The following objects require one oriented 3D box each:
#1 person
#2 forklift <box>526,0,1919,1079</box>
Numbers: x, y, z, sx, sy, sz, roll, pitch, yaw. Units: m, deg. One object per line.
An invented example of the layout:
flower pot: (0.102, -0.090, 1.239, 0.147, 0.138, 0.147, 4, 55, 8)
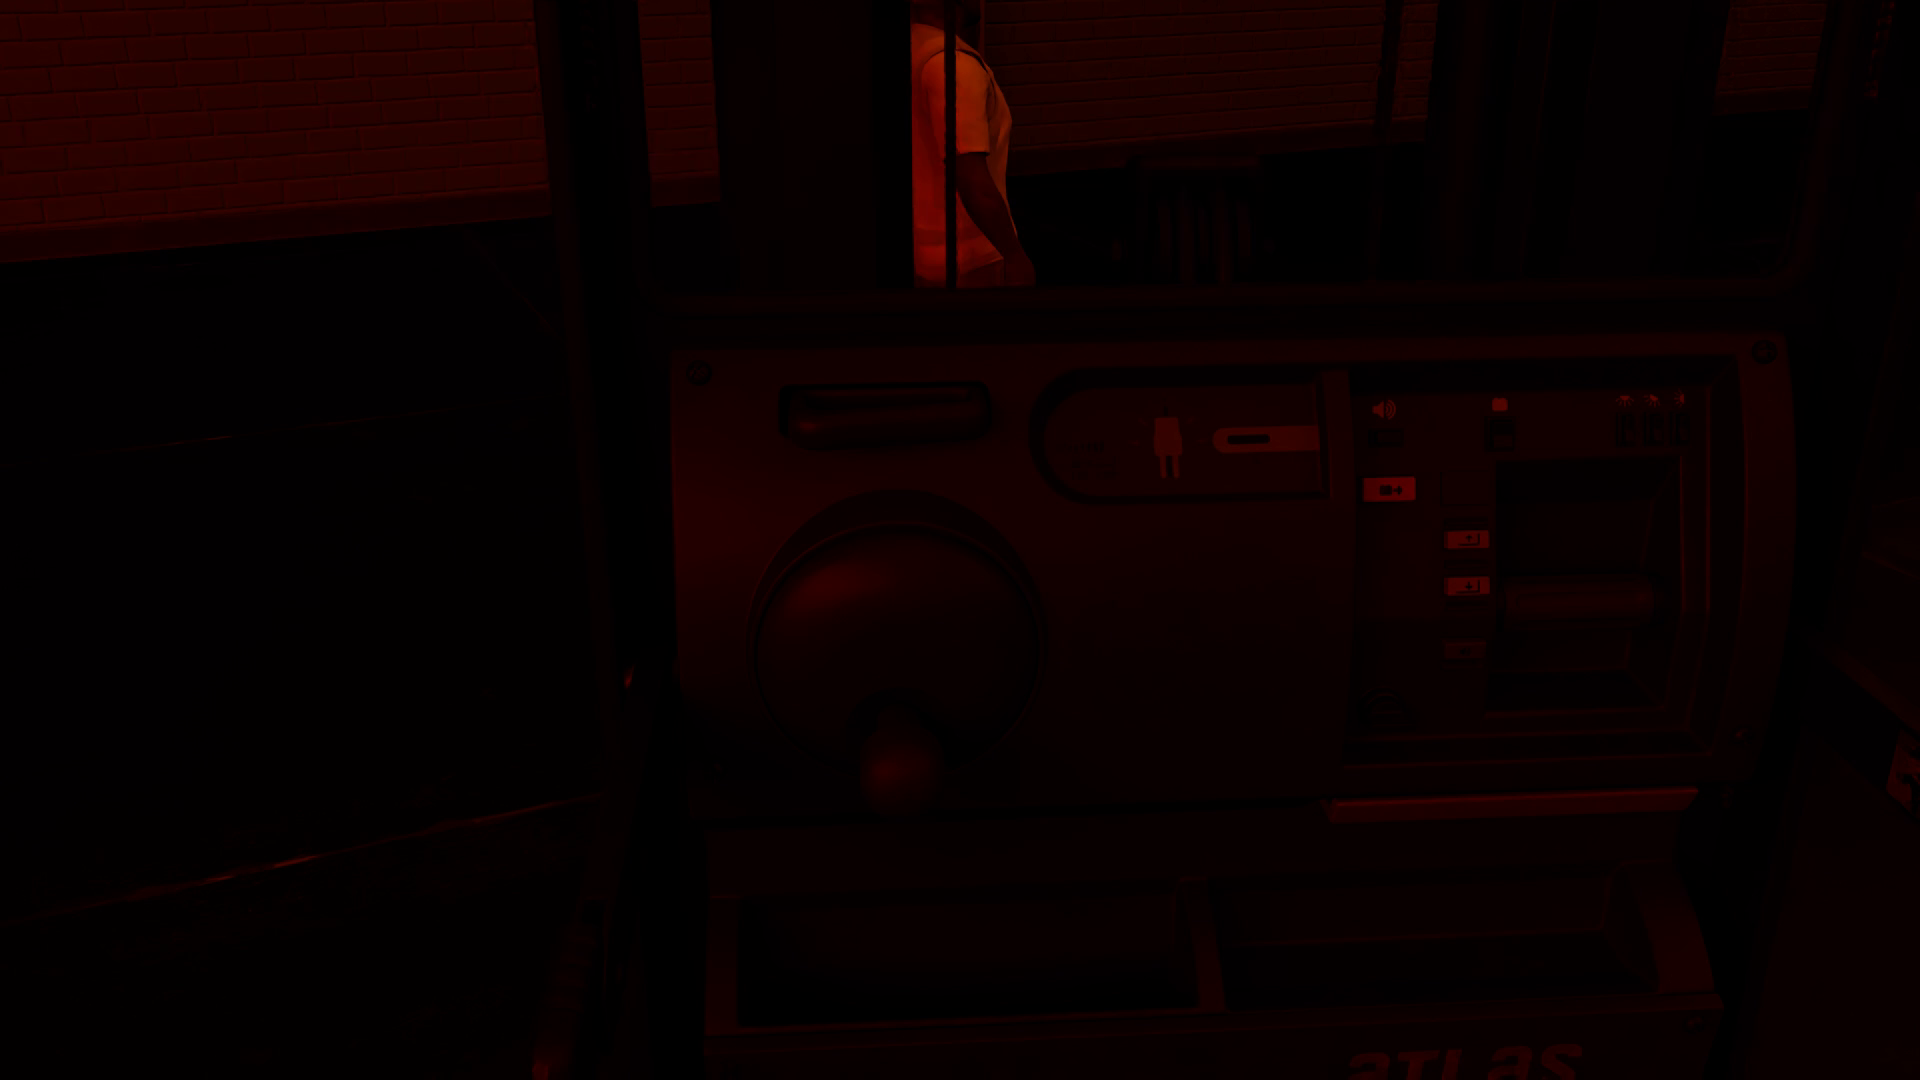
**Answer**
person: (0.066, -0.832, 4.788, 0.575, 1.768, 0.665, -10, 25, -23)
forklift: (0.249, 0.043, 1.183, 1.130, 2.935, 3.031, -2, 23, -4)
